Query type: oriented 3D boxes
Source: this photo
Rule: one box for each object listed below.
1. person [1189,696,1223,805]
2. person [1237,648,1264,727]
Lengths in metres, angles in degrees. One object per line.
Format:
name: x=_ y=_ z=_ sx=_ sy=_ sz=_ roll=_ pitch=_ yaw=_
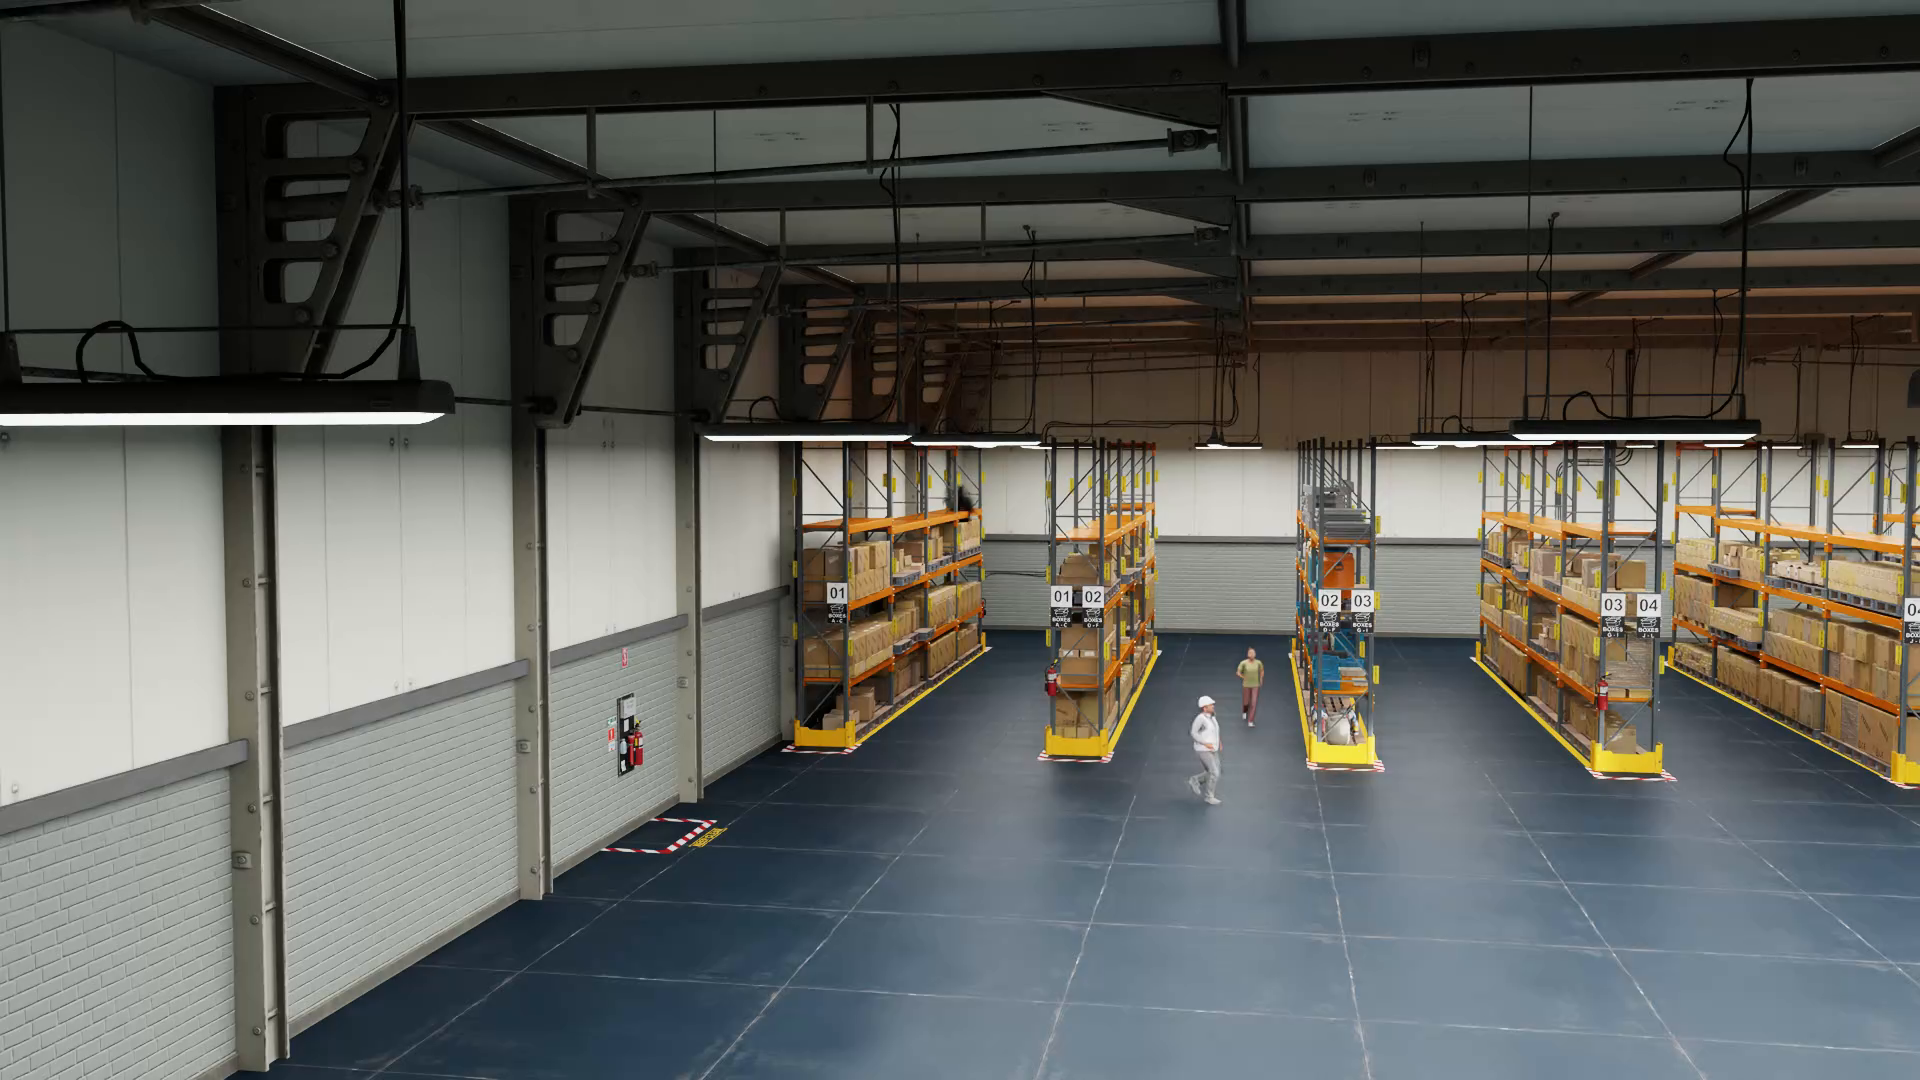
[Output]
person: x=3.976 y=3.417 z=27.136 sx=0.617 sy=1.746 sz=0.670 roll=2 pitch=4 yaw=33
person: x=6.086 y=3.060 z=34.804 sx=0.583 sy=1.634 sz=0.701 roll=0 pitch=3 yaw=2
